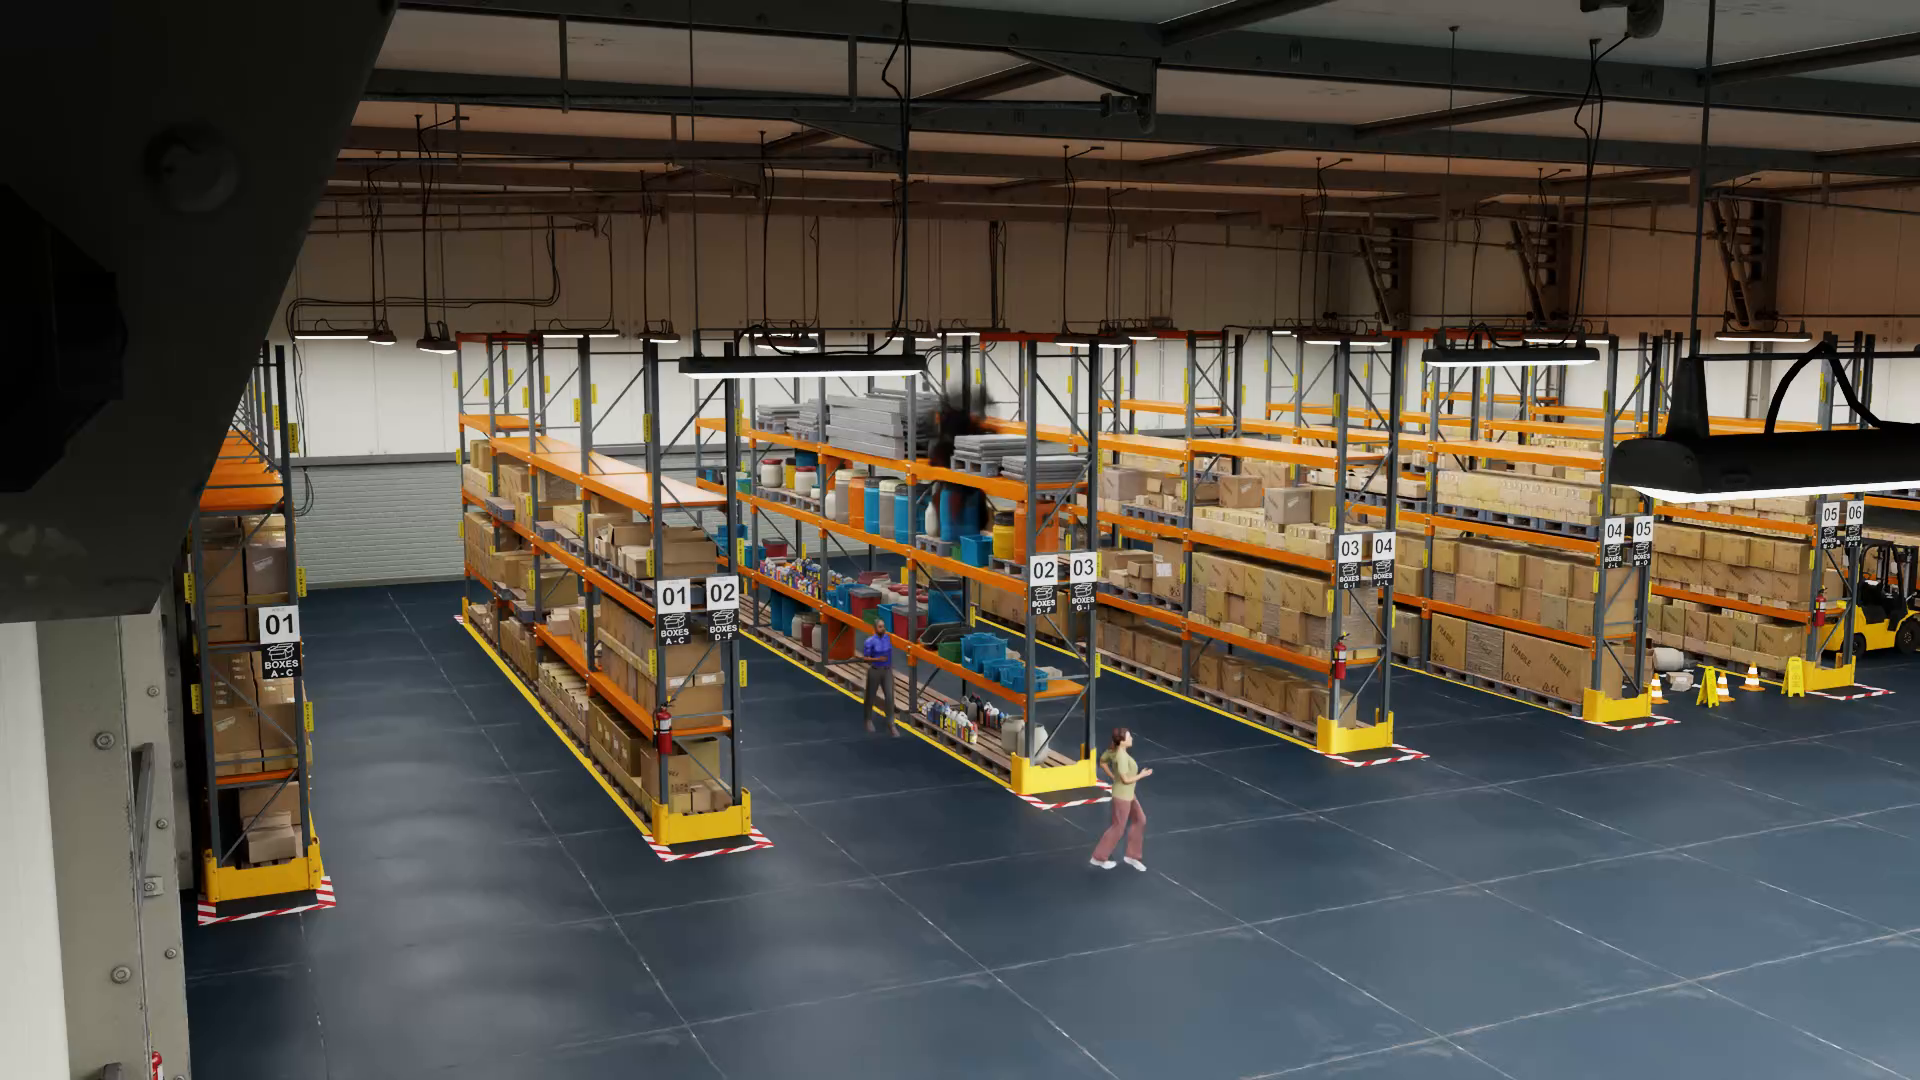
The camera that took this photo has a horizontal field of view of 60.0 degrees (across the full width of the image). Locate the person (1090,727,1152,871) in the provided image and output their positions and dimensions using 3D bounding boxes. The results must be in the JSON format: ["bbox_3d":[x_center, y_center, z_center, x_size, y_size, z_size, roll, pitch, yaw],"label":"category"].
[{"bbox_3d":[1.829,2.964,18.911,0.698,1.716,0.559,0,8,2],"label":"person"}]

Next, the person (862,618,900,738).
[{"bbox_3d":[-1.143,1.980,23.967,0.575,1.708,0.842,-4,9,-30],"label":"person"}]
